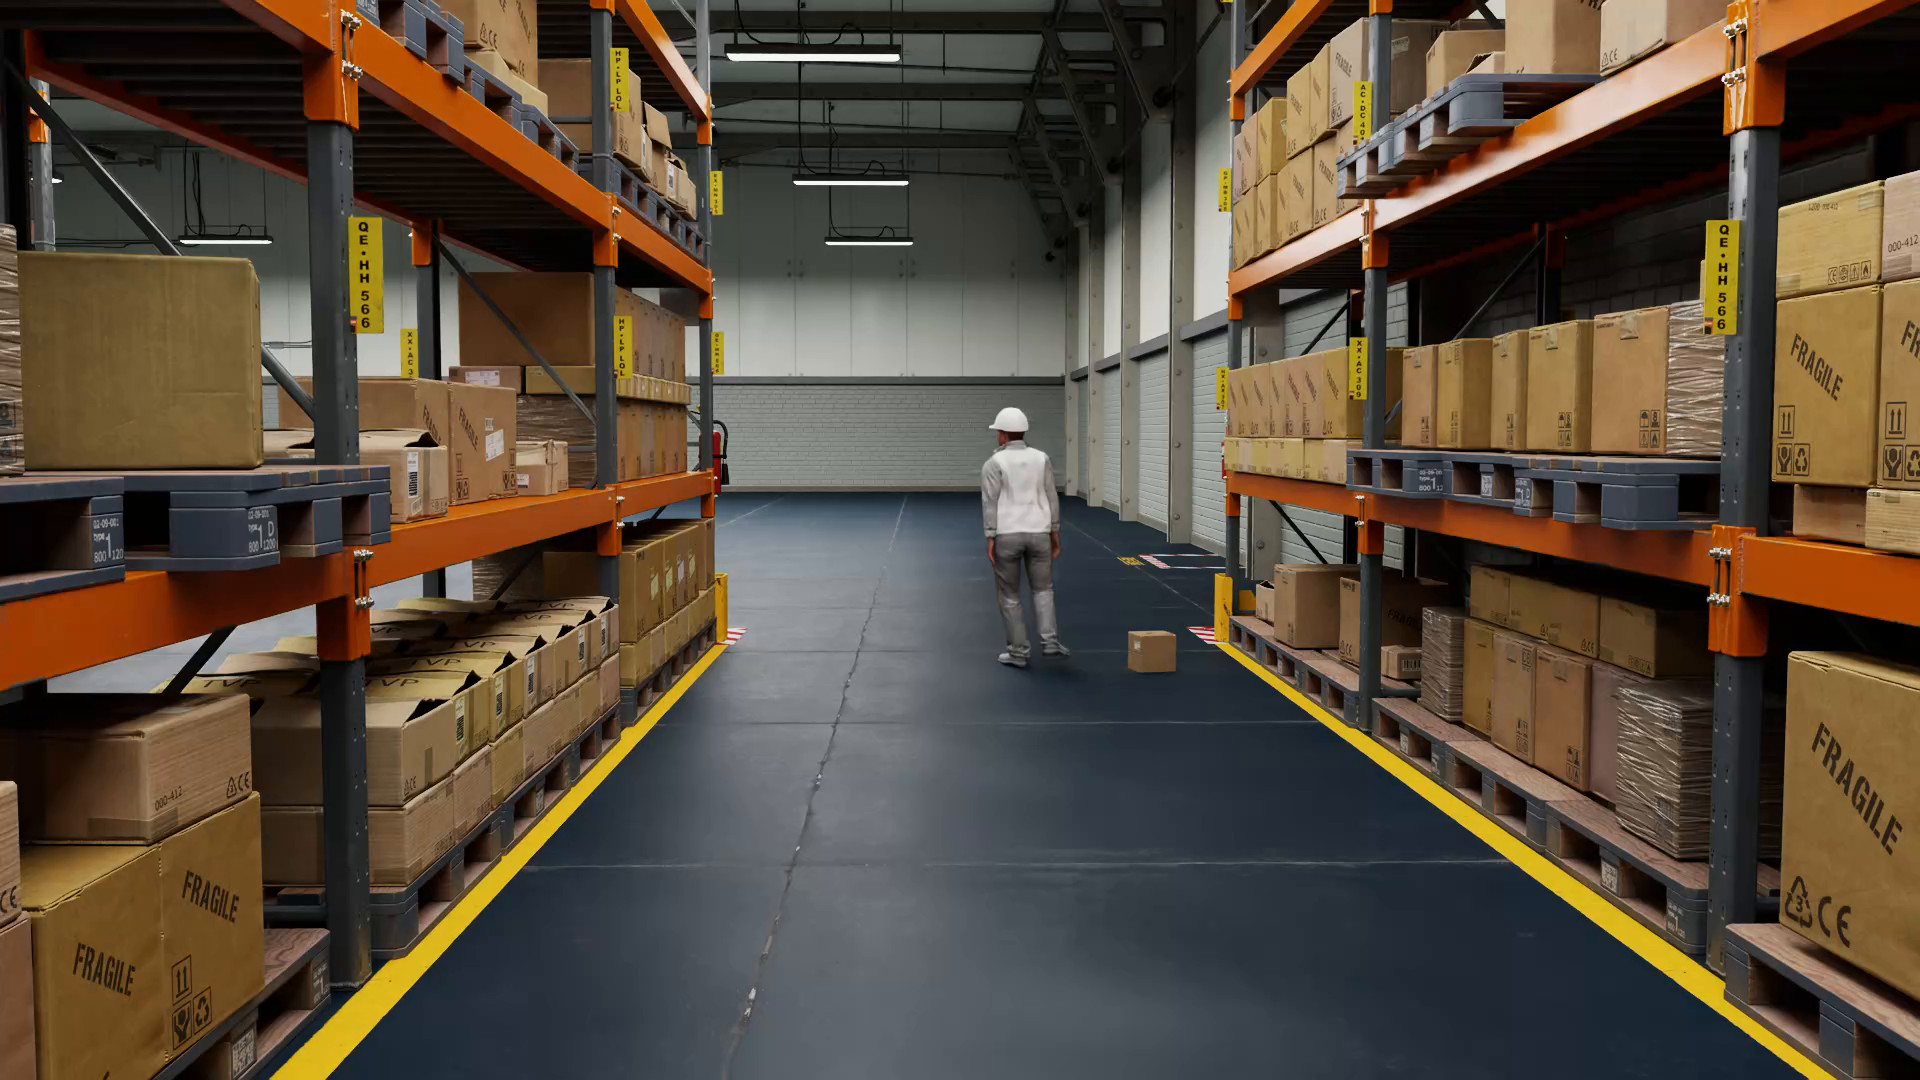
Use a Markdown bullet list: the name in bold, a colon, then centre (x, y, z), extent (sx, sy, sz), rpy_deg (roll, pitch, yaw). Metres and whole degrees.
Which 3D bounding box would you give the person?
- **person**: centre (0.435, -0.019, 11.314), extent (0.584, 1.763, 0.571), rpy_deg (-1, 4, -18)
